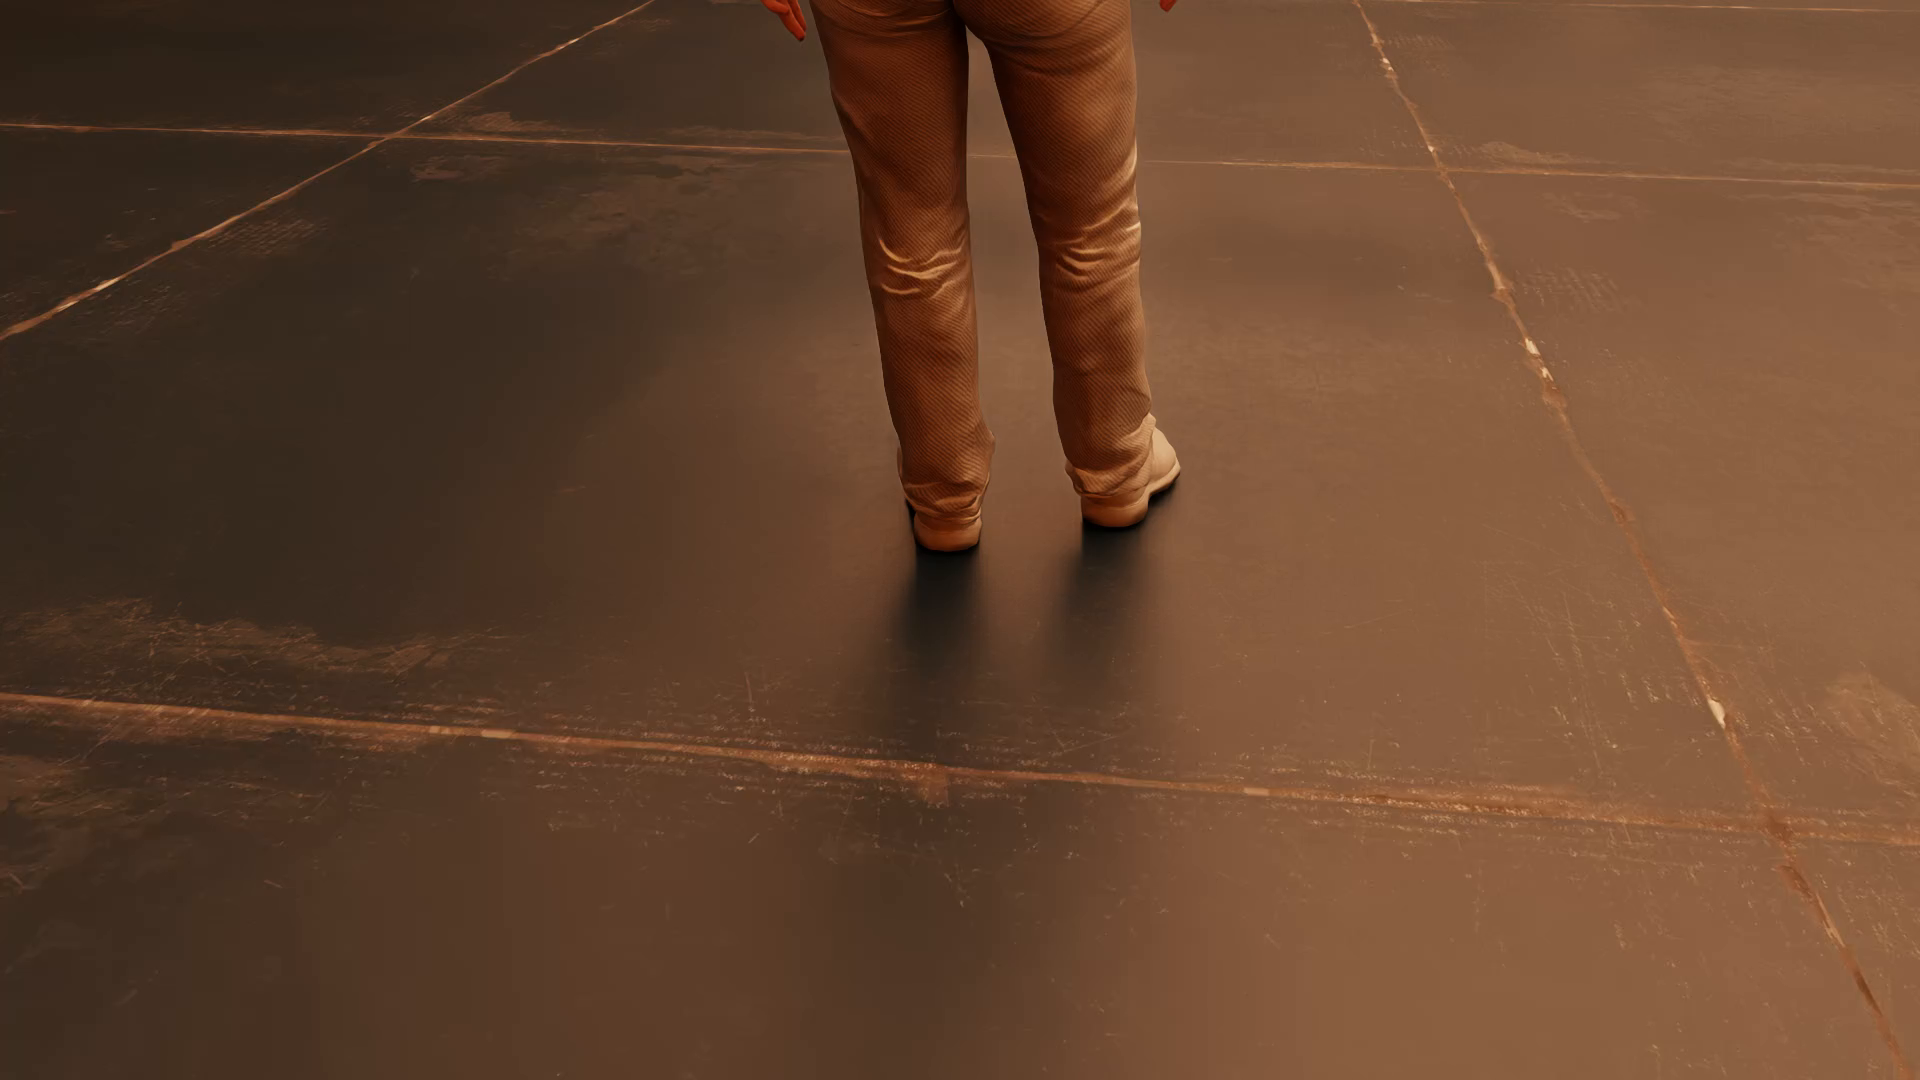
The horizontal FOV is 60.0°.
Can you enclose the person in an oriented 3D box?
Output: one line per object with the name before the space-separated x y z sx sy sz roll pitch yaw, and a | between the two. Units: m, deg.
person | 0.017 -0.825 2.156 0.632 1.768 0.568 3 27 7
